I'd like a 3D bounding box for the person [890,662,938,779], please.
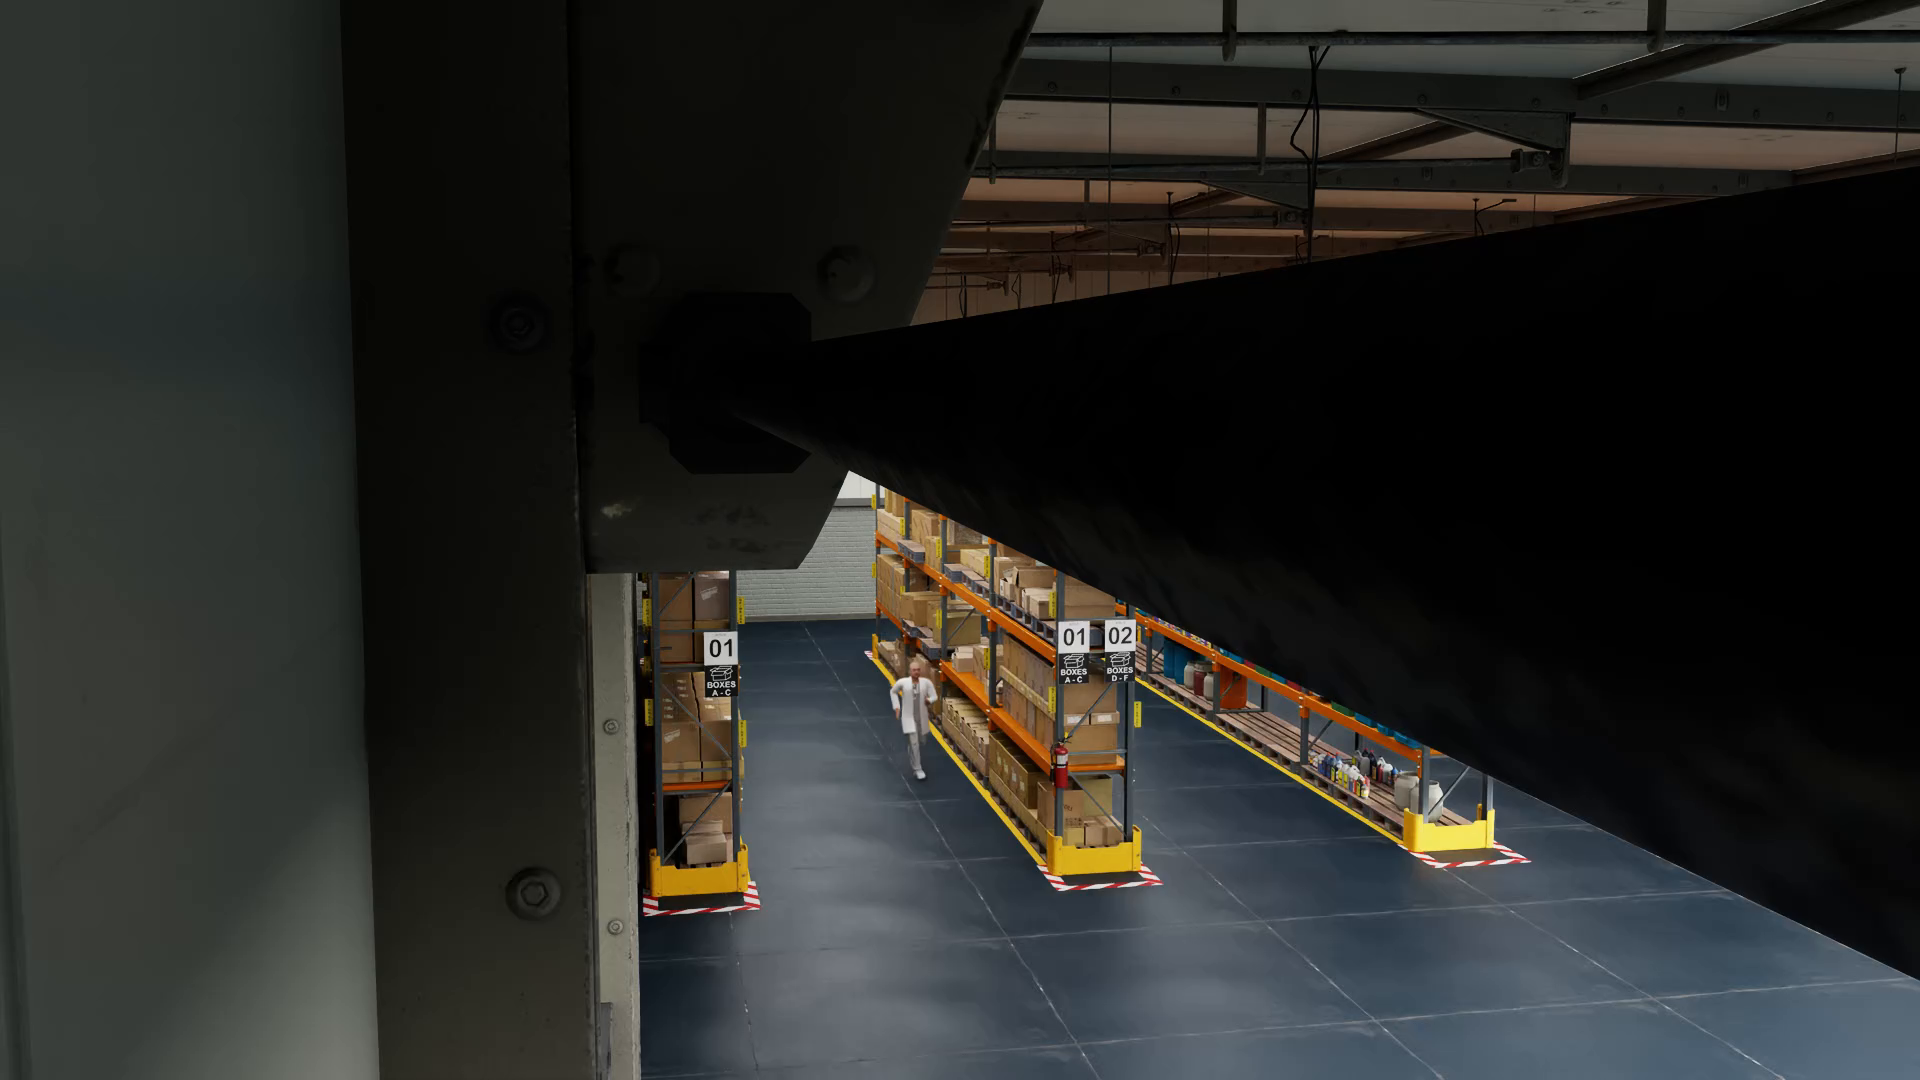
[{"bbox_3d":[-0.710,2.879,25.934,0.707,1.540,1.004,-2,6,-16],"label":"person"}]
